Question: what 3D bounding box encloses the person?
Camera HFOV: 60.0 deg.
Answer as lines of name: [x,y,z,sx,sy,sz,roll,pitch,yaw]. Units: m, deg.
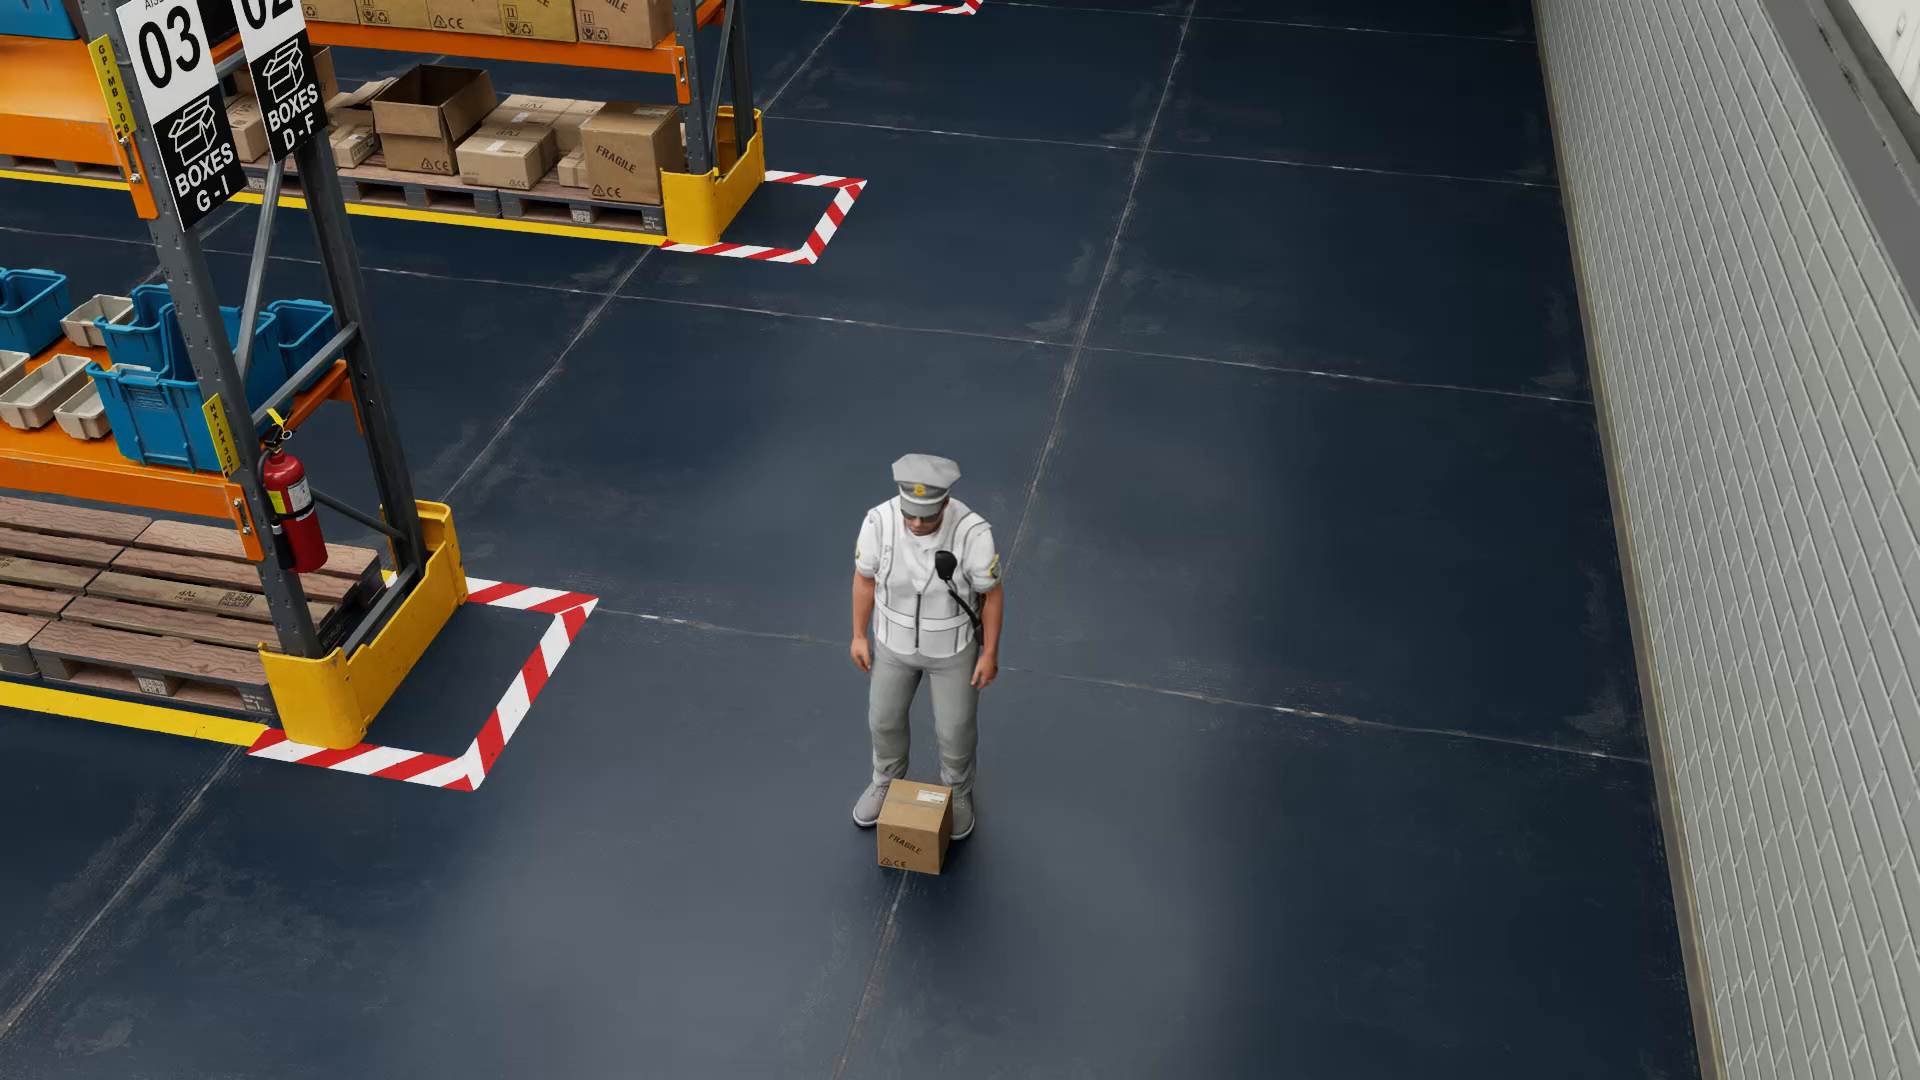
person: [-0.127,0.385,6.435,0.586,1.748,0.432,7,37,10]
